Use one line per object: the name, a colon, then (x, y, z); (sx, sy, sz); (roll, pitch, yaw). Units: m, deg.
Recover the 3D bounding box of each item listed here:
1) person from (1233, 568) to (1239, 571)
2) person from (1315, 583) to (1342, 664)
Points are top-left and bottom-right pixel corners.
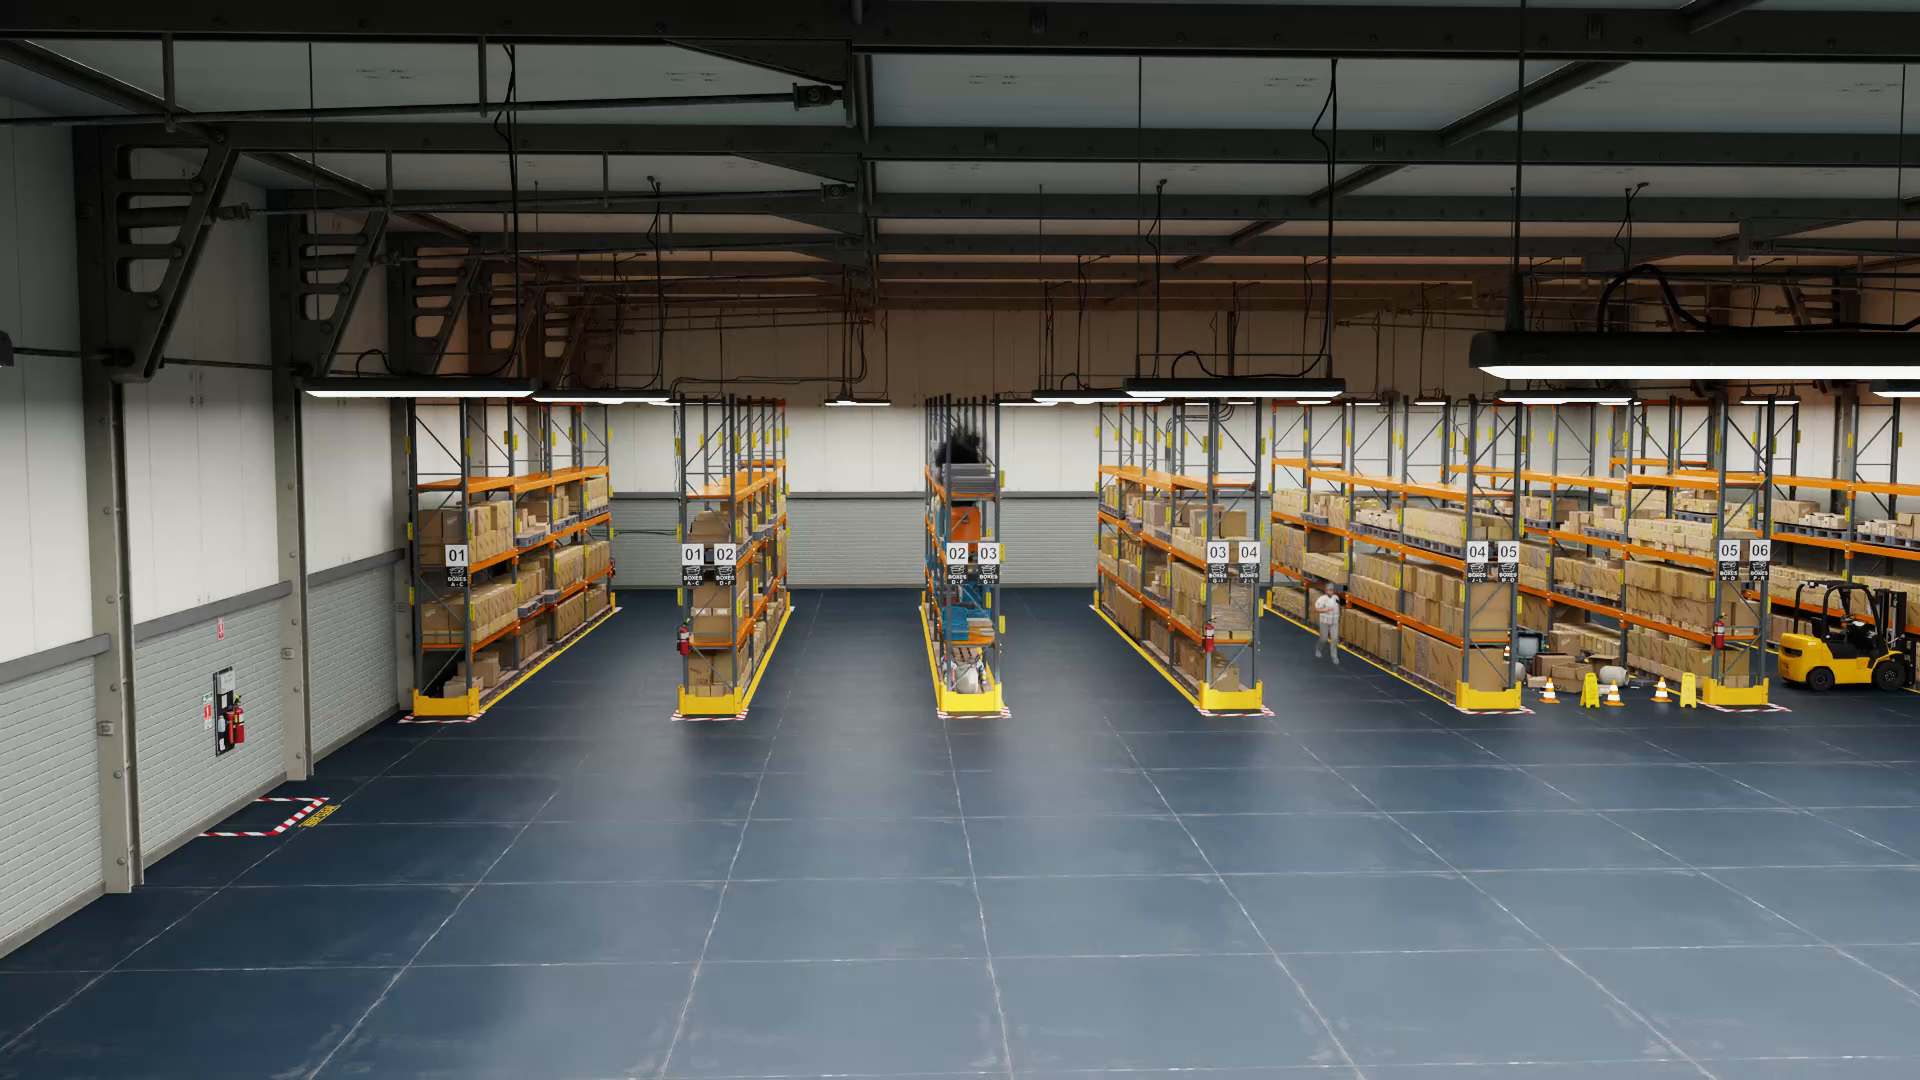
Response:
person: (7.707, 1.185, 46.470); (0.733, 1.797, 0.743); (1, 5, 13)
person: (8.306, 1.852, 37.490); (0.695, 1.766, 0.958); (-1, 5, -13)
